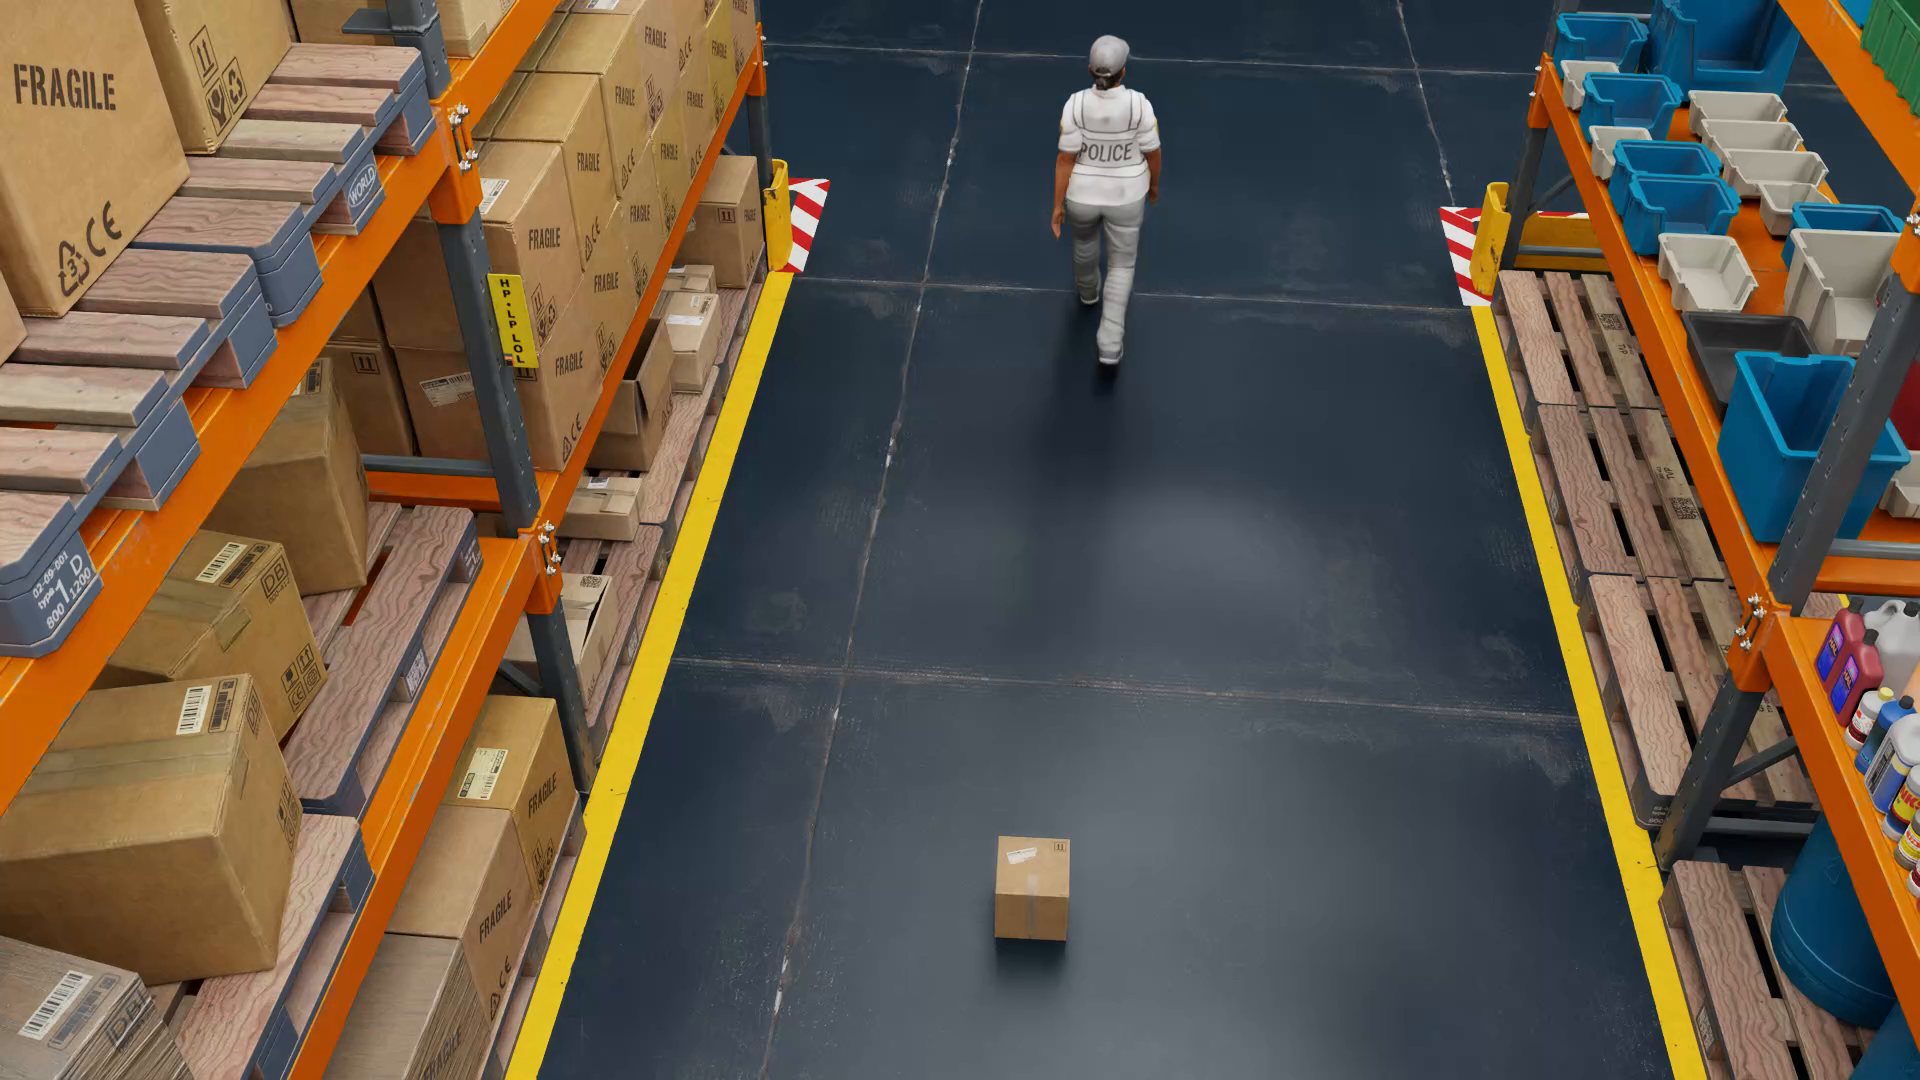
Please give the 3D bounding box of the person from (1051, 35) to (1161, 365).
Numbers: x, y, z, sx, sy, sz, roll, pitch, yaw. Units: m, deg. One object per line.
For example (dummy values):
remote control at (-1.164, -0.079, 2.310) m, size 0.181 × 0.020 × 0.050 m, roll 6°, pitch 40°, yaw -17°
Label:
person at (0.727, -1.722, 8.189) m, size 0.497 × 1.611 × 1.010 m, roll 8°, pitch 41°, yaw 9°
